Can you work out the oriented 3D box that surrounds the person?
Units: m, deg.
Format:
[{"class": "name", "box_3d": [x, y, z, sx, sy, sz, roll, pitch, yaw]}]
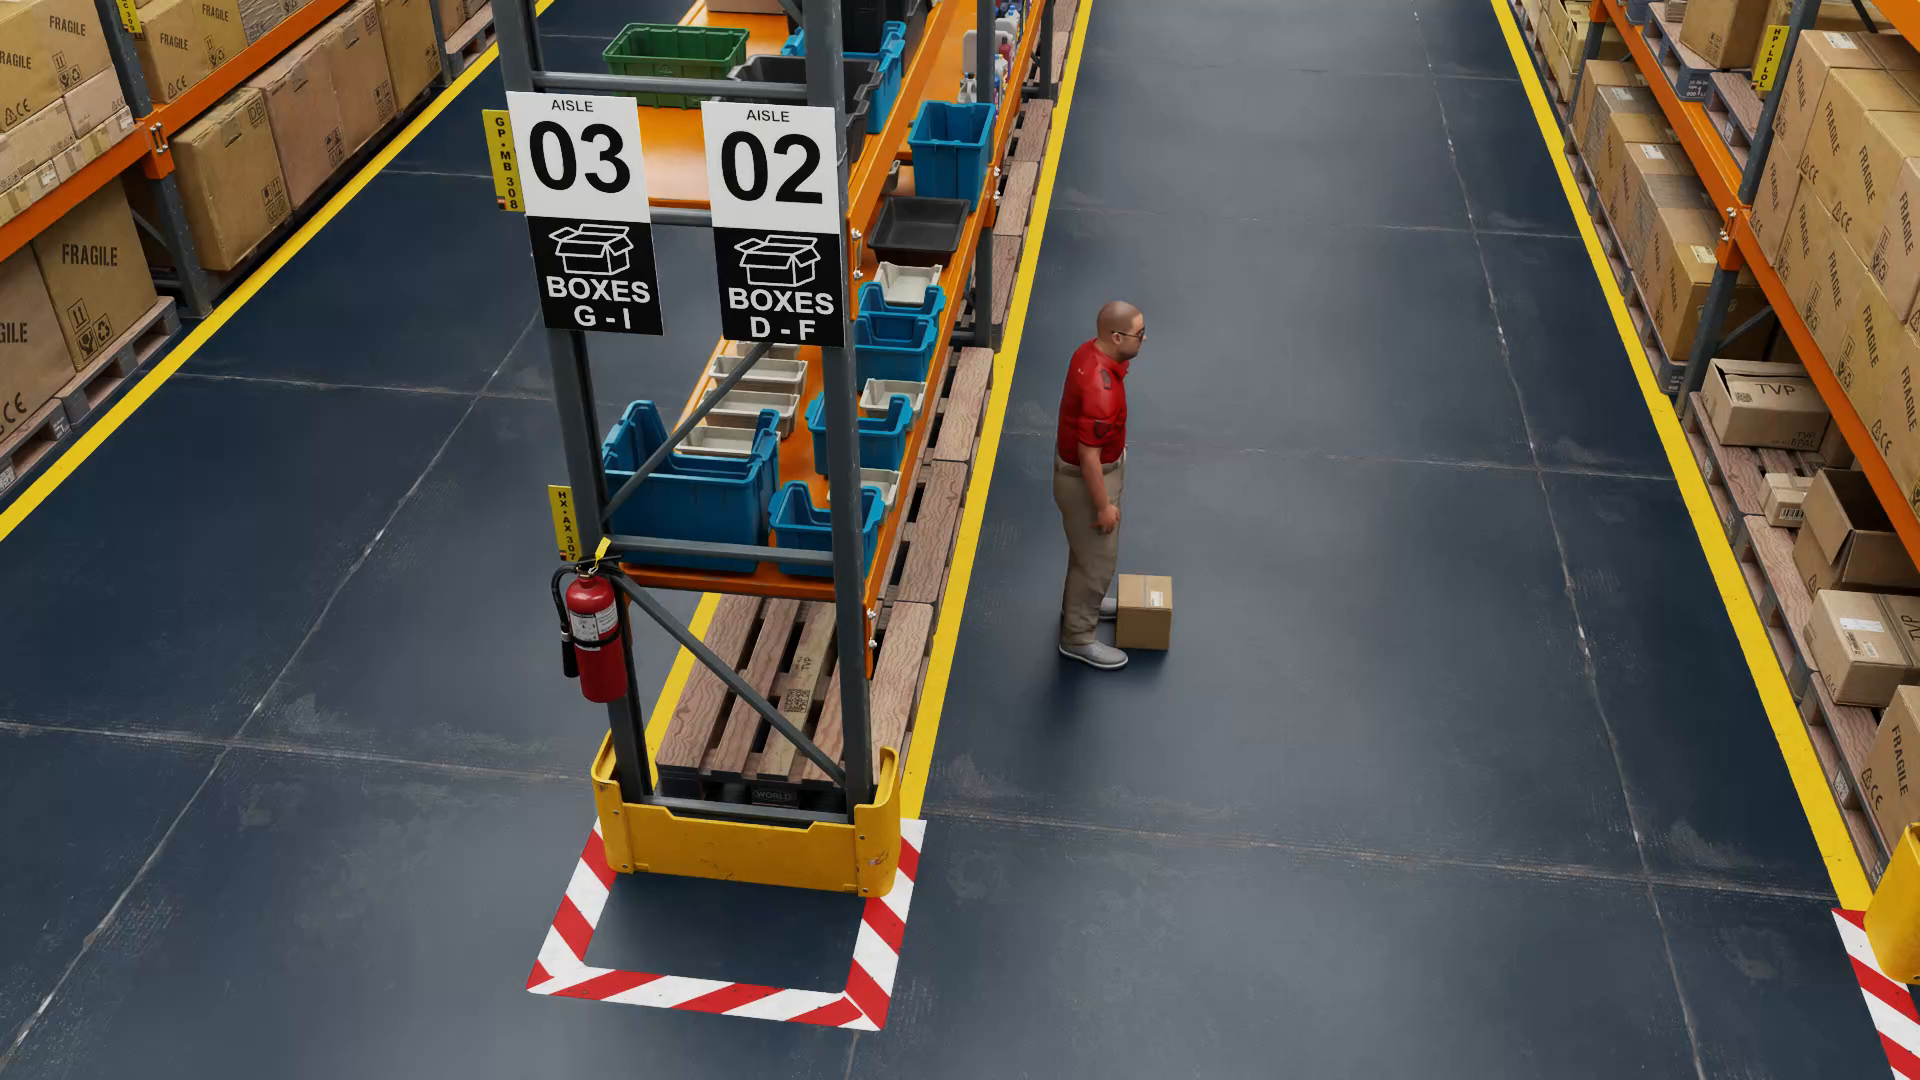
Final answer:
[{"class": "person", "box_3d": [0.612, -0.276, 7.433, 0.387, 1.728, 0.606, 3, 36, 3]}]
